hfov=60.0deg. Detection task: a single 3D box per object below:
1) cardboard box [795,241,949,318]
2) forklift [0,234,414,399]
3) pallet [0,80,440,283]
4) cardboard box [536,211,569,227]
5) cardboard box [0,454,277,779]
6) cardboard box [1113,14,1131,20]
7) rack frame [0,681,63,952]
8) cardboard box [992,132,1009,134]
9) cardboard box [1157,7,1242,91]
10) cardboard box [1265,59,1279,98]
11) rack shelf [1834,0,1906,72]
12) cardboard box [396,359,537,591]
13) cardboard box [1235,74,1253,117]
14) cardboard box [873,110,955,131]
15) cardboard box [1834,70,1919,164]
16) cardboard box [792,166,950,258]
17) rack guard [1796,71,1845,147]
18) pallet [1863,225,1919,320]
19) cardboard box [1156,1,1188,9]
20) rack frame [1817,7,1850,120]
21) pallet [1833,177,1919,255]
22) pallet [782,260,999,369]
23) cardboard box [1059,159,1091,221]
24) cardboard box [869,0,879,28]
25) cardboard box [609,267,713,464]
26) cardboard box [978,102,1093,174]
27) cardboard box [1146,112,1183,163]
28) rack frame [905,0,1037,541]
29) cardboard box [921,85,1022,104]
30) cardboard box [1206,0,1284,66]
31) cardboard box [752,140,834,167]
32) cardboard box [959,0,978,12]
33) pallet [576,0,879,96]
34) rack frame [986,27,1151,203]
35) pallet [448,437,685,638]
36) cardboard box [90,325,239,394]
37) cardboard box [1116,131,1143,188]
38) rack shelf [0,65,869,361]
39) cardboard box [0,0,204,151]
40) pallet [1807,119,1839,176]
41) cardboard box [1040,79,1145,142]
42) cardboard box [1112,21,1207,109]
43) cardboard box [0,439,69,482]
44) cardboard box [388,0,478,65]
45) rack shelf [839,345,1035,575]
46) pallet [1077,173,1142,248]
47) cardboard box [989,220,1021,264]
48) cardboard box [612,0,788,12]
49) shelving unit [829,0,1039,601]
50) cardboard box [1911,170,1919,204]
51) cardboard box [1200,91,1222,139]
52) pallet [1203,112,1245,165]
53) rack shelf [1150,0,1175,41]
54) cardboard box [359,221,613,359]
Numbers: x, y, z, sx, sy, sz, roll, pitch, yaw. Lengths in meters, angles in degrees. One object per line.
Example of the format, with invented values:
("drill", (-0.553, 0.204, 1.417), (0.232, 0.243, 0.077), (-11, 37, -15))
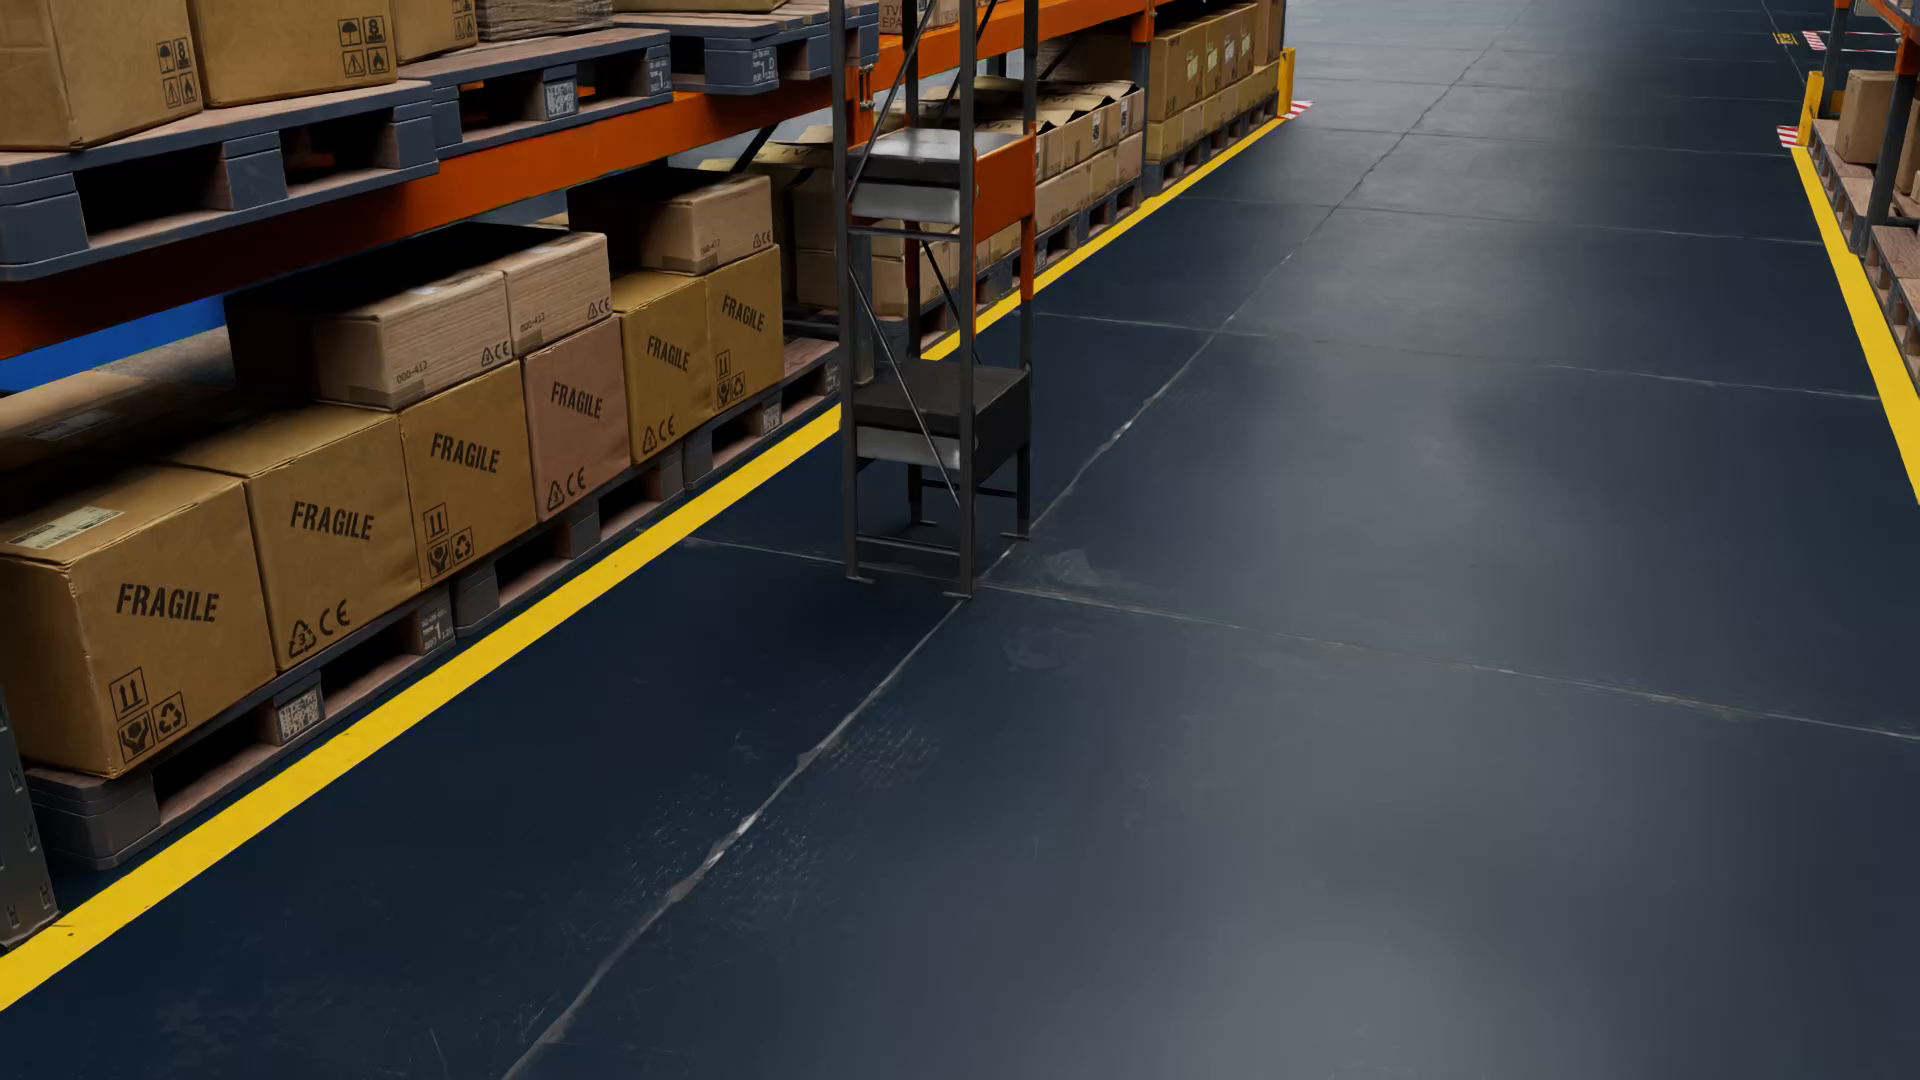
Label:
("cardboard box", (-0.371, -1.163, 7.165), (0.500, 0.250, 0.500), (9, 24, 20))
("forklift", (-3.547, -1.823, 5.812), (3.031, 2.935, 1.130), (8, 24, 17))
("pallet", (-1.926, -0.843, 3.625), (1.003, 0.211, 1.213), (9, 24, 20))
("cardboard box", (-1.272, -1.020, 6.473), (0.500, 0.500, 0.500), (10, 25, 22))
("cardboard box", (-1.918, 0.151, 3.669), (0.500, 0.500, 0.500), (8, 24, 18))
("cardboard box", (0.996, -3.349, 11.426), (0.500, 0.500, 0.500), (9, 24, 20))
("rack frame", (-2.324, -0.661, 2.941), (1.000, 3.000, 0.127), (9, 24, 20))
("cardboard box", (0.008, -1.793, 7.946), (0.500, 0.311, 0.500), (8, 24, 19))
("cardboard box", (1.666, -3.453, 11.675), (0.500, 0.500, 0.500), (9, 24, 20))
("cardboard box", (2.209, -3.646, 13.110), (0.500, 0.250, 0.500), (9, 24, 20))
("rack shelf", (5.991, -3.200, 9.952), (1.077, 0.370, 4.000), (9, 24, 20))
("cardboard box", (-1.537, -0.219, 4.555), (0.500, 0.500, 0.500), (9, 24, 21))
("cardboard box", (1.850, -3.286, 12.249), (0.500, 0.250, 0.500), (9, 24, 20))
("cardboard box", (-0.307, -2.045, 8.550), (0.500, 0.311, 0.500), (9, 24, 22))
("cardboard box", (5.863, -2.603, 10.262), (0.700, 0.500, 0.500), (7, 24, 17))
("cardboard box", (-0.371, -1.422, 7.057), (0.500, 0.311, 0.500), (10, 25, 22))
("rack guard", (6.706, -3.067, 11.944), (1.175, 0.500, 0.348), (9, 24, 20))
("pallet", (4.961, -1.251, 7.970), (1.003, 0.211, 1.213), (9, 24, 20))
("cardboard box", (1.370, -3.706, 12.281), (0.500, 0.500, 0.500), (9, 24, 20))
("rack frame", (6.734, -4.248, 11.527), (1.000, 3.000, 0.127), (9, 24, 20))
("pallet", (5.465, -1.775, 9.225), (1.003, 0.211, 1.213), (9, 24, 20))
("pallet", (-0.496, -1.095, 7.597), (1.003, 0.211, 1.213), (9, 24, 20))
("cardboard box", (0.384, -1.895, 8.918), (0.500, 0.250, 0.500), (9, 24, 21))
("cardboard box", (-0.662, -2.175, 6.682), (0.500, 0.311, 0.500), (10, 25, 23))
("cardboard box", (-1.160, -0.589, 5.440), (0.500, 0.500, 0.500), (8, 24, 18))
("cardboard box", (0.389, -2.157, 8.816), (0.500, 0.311, 0.500), (9, 24, 20))
("cardboard box", (1.102, -2.572, 10.537), (0.500, 0.250, 0.500), (9, 24, 20))
("rack frame", (0.029, -0.997, 4.913), (0.400, 2.100, 0.015), (9, 24, 20))
("cardboard box", (0.072, -2.417, 9.440), (0.500, 0.311, 0.500), (8, 24, 19))
("cardboard box", (2.211, -3.992, 12.965), (0.500, 0.500, 0.500), (9, 24, 20))
("cardboard box", (-0.685, -1.686, 7.690), (0.500, 0.311, 0.500), (8, 24, 19))
("cardboard box", (-0.230, -2.742, 7.792), (0.500, 0.500, 0.500), (7, 24, 17))
("pallet", (-1.024, -1.751, 5.800), (1.213, 0.211, 1.003), (9, 24, 20))
("rack frame", (0.648, -3.524, 9.795), (1.000, 3.000, 0.127), (9, 24, 20))
("pallet", (-1.605, -0.109, 5.237), (1.003, 0.211, 1.213), (9, 24, 20))
("cardboard box", (-2.028, -0.283, 4.709), (0.500, 0.500, 0.500), (9, 24, 21))
("cardboard box", (0.763, -2.259, 9.789), (0.500, 0.250, 0.500), (9, 24, 20))
("rack shelf", (-1.581, -1.045, 4.793), (1.077, 0.370, 4.000), (9, 24, 20))
("cardboard box", (-1.940, -1.039, 3.170), (0.700, 0.500, 0.500), (1, 23, 2))
("pallet", (6.372, -2.648, 11.316), (1.003, 0.211, 1.213), (9, 24, 20))
("cardboard box", (0.764, -2.522, 9.691), (0.500, 0.311, 0.500), (9, 24, 20))
("cardboard box", (1.289, -3.096, 10.820), (0.500, 0.500, 0.500), (9, 24, 20))
("cardboard box", (-2.406, 0.072, 3.859), (0.500, 0.500, 0.500), (9, 24, 20))
("cardboard box", (-1.725, -1.542, 4.376), (0.700, 0.500, 0.500), (3, 23, 7))
("rack shelf", (-0.061, -0.251, 4.979), (0.431, 0.518, 0.480), (9, 24, 20))
("pallet", (0.410, -1.968, 9.688), (1.003, 0.211, 1.213), (9, 24, 20))
("cardboard box", (0.003, -1.530, 8.044), (0.500, 0.250, 0.500), (8, 24, 19))
("cardboard box", (-0.967, -2.091, 5.690), (0.700, 0.500, 0.500), (1, 23, 2))
("shelving unit", (-0.061, -0.910, 4.703), (0.431, 2.100, 0.503), (9, 24, 20))
("cardboard box", (5.419, -1.908, 9.030), (0.380, 0.166, 0.250), (6, 23, 13))
("cardboard box", (1.483, -2.928, 11.391), (0.500, 0.250, 0.500), (9, 24, 20))
("pallet", (1.434, -2.954, 12.048), (1.003, 0.211, 1.213), (9, 24, 20))
("rack shelf", (1.391, -3.908, 11.647), (1.077, 0.370, 4.000), (9, 24, 20))
("cardboard box", (-1.360, -0.732, 4.811), (0.500, 0.250, 0.500), (8, 24, 19))
